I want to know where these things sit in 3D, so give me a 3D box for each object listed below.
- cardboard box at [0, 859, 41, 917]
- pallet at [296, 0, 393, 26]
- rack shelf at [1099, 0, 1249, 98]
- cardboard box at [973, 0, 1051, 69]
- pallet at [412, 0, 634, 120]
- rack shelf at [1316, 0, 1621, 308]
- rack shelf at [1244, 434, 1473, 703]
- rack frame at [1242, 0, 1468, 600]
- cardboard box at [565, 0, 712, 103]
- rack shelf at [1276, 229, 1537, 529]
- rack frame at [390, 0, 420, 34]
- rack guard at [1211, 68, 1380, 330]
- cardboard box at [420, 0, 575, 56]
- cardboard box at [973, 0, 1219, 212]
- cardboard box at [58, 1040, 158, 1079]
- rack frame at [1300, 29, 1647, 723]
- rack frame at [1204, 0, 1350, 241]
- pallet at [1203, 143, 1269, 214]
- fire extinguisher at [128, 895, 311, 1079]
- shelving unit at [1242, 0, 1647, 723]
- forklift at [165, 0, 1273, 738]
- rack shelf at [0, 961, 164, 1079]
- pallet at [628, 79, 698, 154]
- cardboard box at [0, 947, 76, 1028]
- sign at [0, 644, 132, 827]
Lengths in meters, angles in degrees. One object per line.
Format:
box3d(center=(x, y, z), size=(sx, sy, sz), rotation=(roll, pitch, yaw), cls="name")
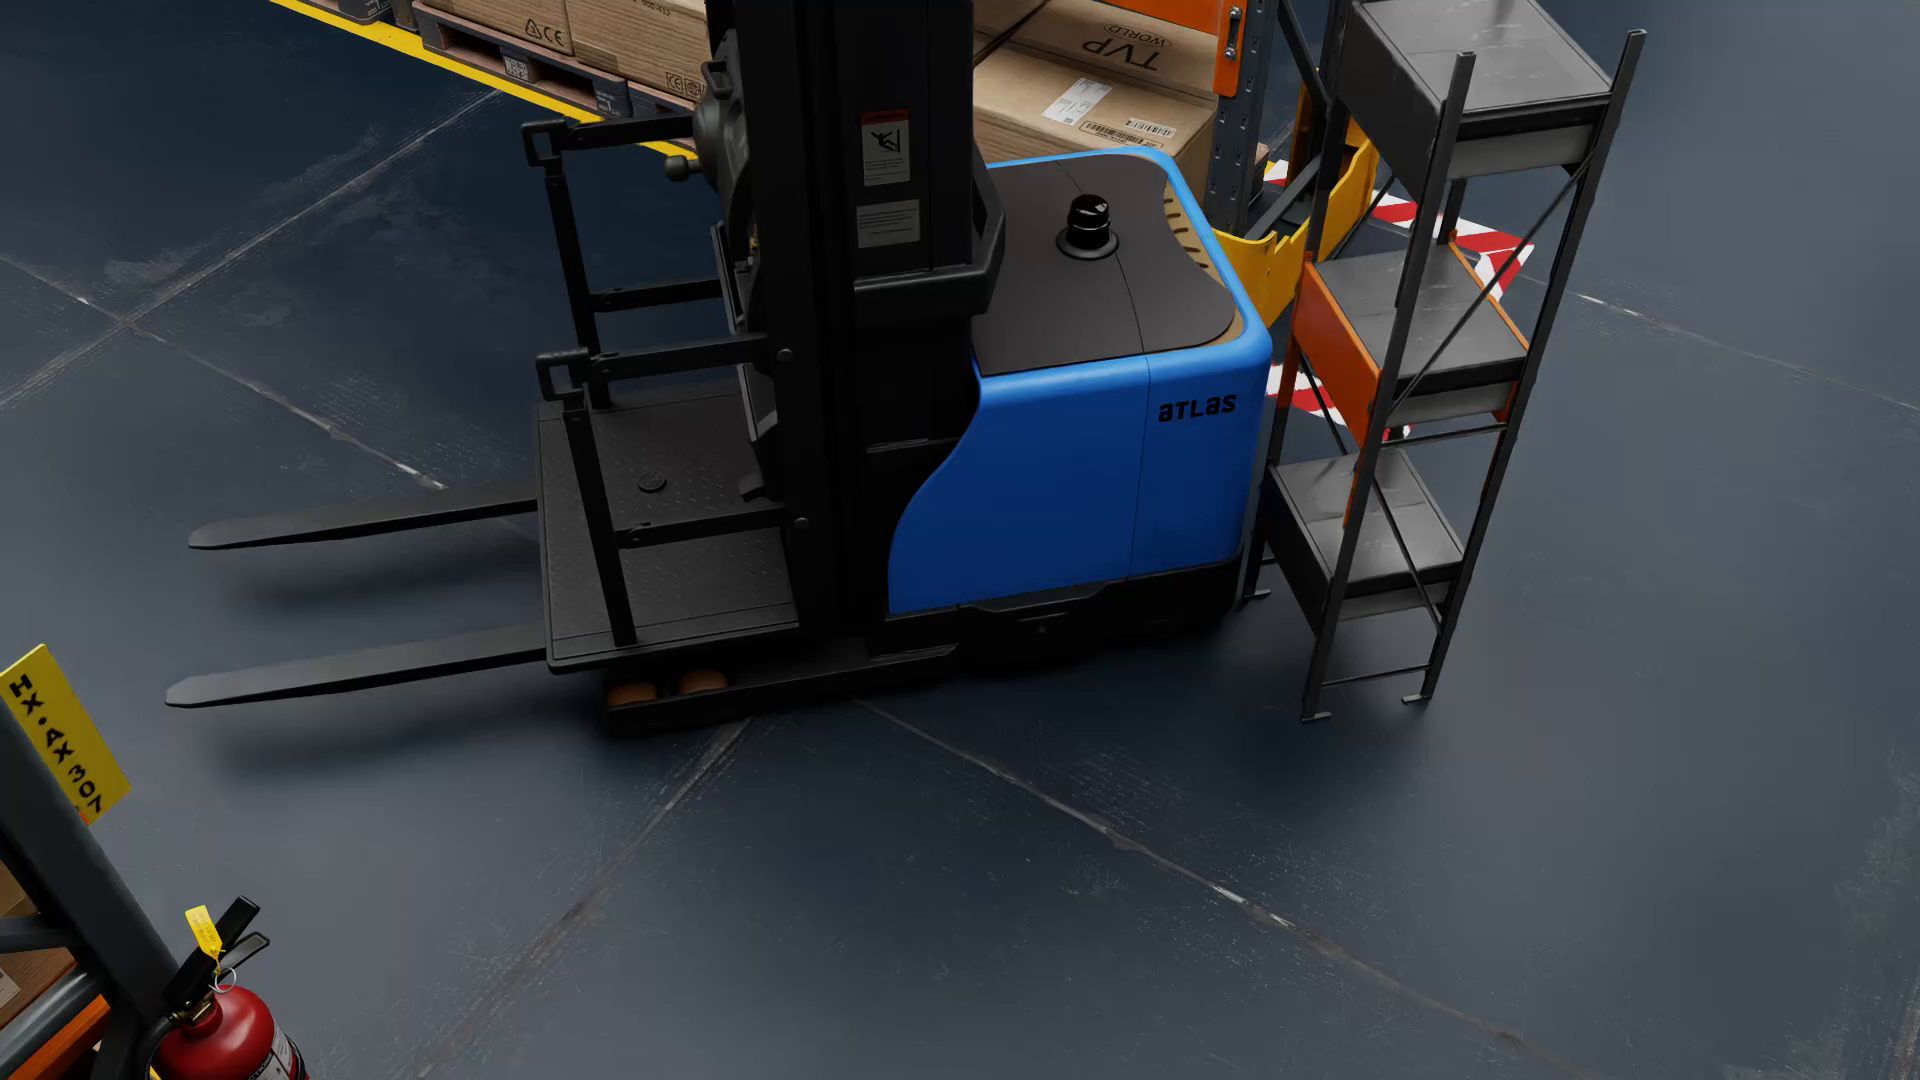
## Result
box3d(center=(-1.766, 0.519, 2.551), size=(0.500, 0.250, 0.500), rotation=(25, 51, 22), cls="cardboard box")
box3d(center=(-2.910, -2.919, 7.939), size=(1.213, 0.211, 1.003), rotation=(25, 51, 22), cls="pallet")
box3d(center=(-0.536, -2.613, 6.199), size=(4.000, 0.370, 1.077), rotation=(25, 51, 22), cls="rack shelf")
box3d(center=(-0.237, -1.887, 6.486), size=(0.875, 0.438, 0.875), rotation=(26, 51, 23), cls="cardboard box")
box3d(center=(-1.622, -2.324, 7.361), size=(1.213, 0.211, 1.003), rotation=(25, 51, 22), cls="pallet")
box3d(center=(1.112, -0.896, 3.699), size=(0.431, 0.518, 0.480), rotation=(-9, 47, -9), cls="rack shelf")
box3d(center=(1.112, 0.080, 4.703), size=(0.431, 0.518, 0.480), rotation=(-9, 47, -9), cls="rack shelf")
box3d(center=(1.057, -0.588, 4.357), size=(0.400, 2.100, 0.015), rotation=(-9, 47, -9), cls="rack frame")
box3d(center=(-0.995, -2.237, 6.826), size=(0.875, 0.438, 0.875), rotation=(23, 50, 21), cls="cardboard box")
box3d(center=(1.112, -0.408, 4.201), size=(0.431, 0.518, 0.480), rotation=(-9, 47, -9), cls="rack shelf")
box3d(center=(-2.220, -3.638, 6.693), size=(0.127, 3.000, 1.000), rotation=(25, 51, 22), cls="rack frame")
box3d(center=(1.167, -1.209, 6.076), size=(0.348, 0.500, 1.175), rotation=(25, 51, 22), cls="rack guard")
box3d(center=(-1.749, -2.583, 7.162), size=(0.875, 0.438, 0.875), rotation=(24, 50, 22), cls="cardboard box")
box3d(center=(0.538, -1.538, 6.146), size=(0.875, 0.438, 0.875), rotation=(23, 50, 21), cls="cardboard box")
box3d(center=(-1.993, 1.339, 3.306), size=(0.637, 0.503, 0.797), rotation=(23, 50, 21), cls="cardboard box")
box3d(center=(1.168, -0.247, 4.026), size=(0.400, 2.100, 0.015), rotation=(-9, 47, -9), cls="rack frame")
box3d(center=(1.147, -2.089, 5.188), size=(0.127, 3.000, 1.000), rotation=(25, 51, 22), cls="rack frame")
box3d(center=(0.432, -1.379, 6.443), size=(1.213, 0.211, 1.003), rotation=(25, 51, 22), cls="pallet")
box3d(center=(-1.156, 0.844, 2.652), size=(0.183, 0.674, 0.296), rotation=(25, 51, 22), cls="fire extinguisher")
box3d(center=(1.112, -0.418, 4.191), size=(0.431, 2.100, 0.503), rotation=(-9, 47, -9), cls="shelving unit")
box3d(center=(-0.748, -0.885, 4.066), size=(3.031, 2.935, 1.130), rotation=(-9, 46, -9), cls="forklift")
box3d(center=(-3.213, 0.385, 3.286), size=(4.000, 0.370, 1.077), rotation=(25, 51, 22), cls="rack shelf")
box3d(center=(-0.591, -1.852, 6.903), size=(1.213, 0.211, 1.003), rotation=(25, 51, 22), cls="pallet")
box3d(center=(-1.658, 0.704, 2.650), size=(0.250, 0.149, 0.380), rotation=(24, 51, 22), cls="cardboard box")
box3d(center=(-1.237, 0.280, 2.283), size=(0.005, 0.325, 0.100), rotation=(25, 51, 22), cls="sign")
